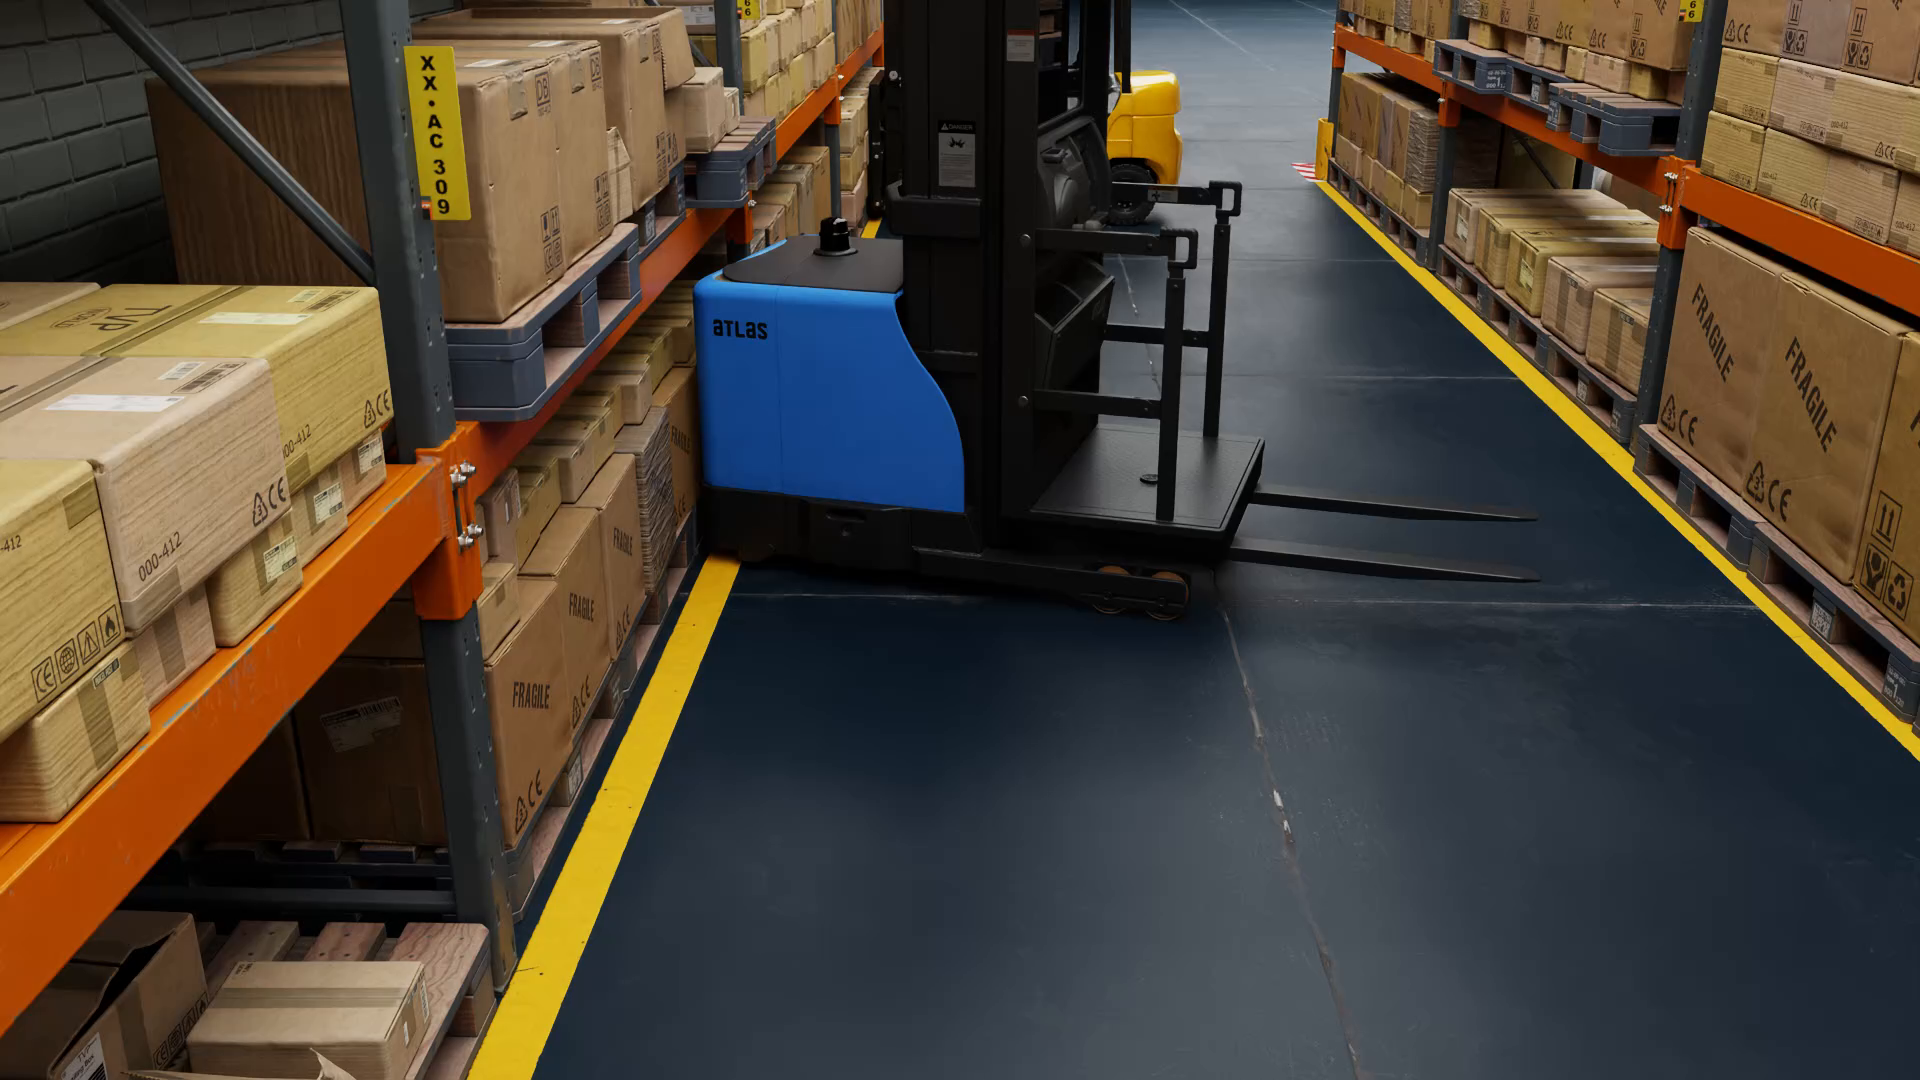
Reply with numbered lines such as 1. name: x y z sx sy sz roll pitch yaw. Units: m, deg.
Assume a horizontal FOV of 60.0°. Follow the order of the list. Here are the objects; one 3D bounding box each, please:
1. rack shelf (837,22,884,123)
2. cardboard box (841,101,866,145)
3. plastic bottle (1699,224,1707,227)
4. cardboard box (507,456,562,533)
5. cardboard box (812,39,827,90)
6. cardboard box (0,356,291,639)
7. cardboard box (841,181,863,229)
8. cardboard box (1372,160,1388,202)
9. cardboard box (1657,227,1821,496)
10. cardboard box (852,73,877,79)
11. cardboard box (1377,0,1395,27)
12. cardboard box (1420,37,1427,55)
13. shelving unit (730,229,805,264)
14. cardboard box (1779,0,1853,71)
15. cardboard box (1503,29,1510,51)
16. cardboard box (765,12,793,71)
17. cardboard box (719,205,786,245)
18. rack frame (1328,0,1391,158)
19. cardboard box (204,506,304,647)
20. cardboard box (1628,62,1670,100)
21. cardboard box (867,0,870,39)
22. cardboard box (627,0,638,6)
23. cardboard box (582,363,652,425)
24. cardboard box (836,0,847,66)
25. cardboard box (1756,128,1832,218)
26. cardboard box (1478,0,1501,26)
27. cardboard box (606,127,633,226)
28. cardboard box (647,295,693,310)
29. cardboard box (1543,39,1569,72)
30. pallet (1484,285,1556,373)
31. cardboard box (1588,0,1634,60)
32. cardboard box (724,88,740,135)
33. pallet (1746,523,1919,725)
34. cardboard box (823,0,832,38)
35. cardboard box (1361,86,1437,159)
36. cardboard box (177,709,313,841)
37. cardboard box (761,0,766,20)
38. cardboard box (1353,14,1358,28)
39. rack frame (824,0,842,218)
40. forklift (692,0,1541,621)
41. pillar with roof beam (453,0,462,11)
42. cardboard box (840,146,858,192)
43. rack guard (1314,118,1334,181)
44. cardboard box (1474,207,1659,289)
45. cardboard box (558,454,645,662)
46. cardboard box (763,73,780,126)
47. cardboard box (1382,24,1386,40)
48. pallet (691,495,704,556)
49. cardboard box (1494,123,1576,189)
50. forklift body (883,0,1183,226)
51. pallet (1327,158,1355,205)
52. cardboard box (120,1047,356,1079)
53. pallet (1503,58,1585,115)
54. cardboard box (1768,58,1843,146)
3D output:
1. rack shelf: -1.243 -3.657 12.802 1.077 0.370 4.000 1 21 2
2. cardboard box: -0.950 -3.006 11.967 0.500 0.250 0.500 1 21 2
3. plastic bottle: 5.571 -2.292 12.352 0.133 0.061 0.283 4 22 11
4. cardboard box: -1.348 -0.130 4.695 0.380 0.149 0.250 0 21 1
5. cardboard box: -1.068 -2.833 9.890 0.500 0.250 0.500 1 21 1
6. cardboard box: -1.319 -0.078 2.378 0.500 0.250 0.500 1 21 2
7. cardboard box: -0.958 -2.355 11.671 0.500 0.250 0.500 1 21 2
8. cardboard box: 3.433 -2.723 12.621 0.500 0.250 0.500 1 21 2
9. cardboard box: 3.432 -0.726 6.611 0.875 0.875 0.875 0 21 1
10. cardboard box: -0.894 -3.741 13.863 0.500 0.250 0.500 1 21 3
11. cardboard box: 3.453 -4.124 12.462 0.500 0.500 0.500 0 21 1
12. cardboard box: 3.471 -3.492 11.730 0.380 0.149 0.250 0 21 1
13. shelving unit: -0.794 -0.766 7.053 0.215 1.050 0.252 12 24 28
14. cardboard box: 3.271 -1.928 5.830 0.500 0.500 0.500 1 21 2
15. cardboard box: 3.376 -2.905 9.636 0.380 0.149 0.250 2 21 5
16. cardboard box: -1.118 -2.514 8.378 0.500 0.250 0.500 0 21 0
17. cardboard box: -1.381 -1.374 8.625 0.875 0.625 0.625 1 21 3
18. rack frame: 3.779 -4.663 14.399 1.000 3.000 0.127 1 21 2
19. cardboard box: -1.275 0.047 2.609 0.380 0.149 0.250 1 21 3
20. cardboard box: 3.246 -2.067 7.477 0.380 0.149 0.250 1 21 2
21. cardboard box: -0.975 -4.209 13.091 0.500 0.500 0.500 0 21 1
22. cardboard box: -1.618 -2.292 7.255 0.380 0.149 0.250 1 21 3
23. cardboard box: -1.256 -0.496 5.638 0.380 0.149 0.250 0 21 -1
24. cardboard box: -1.030 -3.474 11.197 0.500 0.500 0.500 0 21 0
25. cardboard box: 3.271 -1.340 6.043 0.500 0.250 0.500 0 21 0
26. cardboard box: 3.342 -3.250 9.628 0.500 0.500 0.500 1 21 2
27. cardboard box: -1.122 -1.008 4.586 0.396 0.266 0.258 2 21 4
28. cardboard box: -1.165 -0.876 6.617 0.380 0.149 0.250 0 21 -1
29. cardboard box: 3.279 -2.531 8.672 0.380 0.149 0.250 0 21 0
30. pallet: 3.601 -1.192 9.310 1.003 0.211 1.213 1 21 2
31. cardboard box: 3.277 -2.506 7.710 0.500 0.500 0.500 0 21 1
32. cardboard box: -1.062 -1.660 6.428 0.380 0.149 0.250 1 21 3
33. pallet: 3.397 0.254 5.582 1.003 0.211 1.213 1 21 2
34. cardboard box: -1.063 -3.252 10.280 0.500 0.250 0.500 0 21 0
35. cardboard box: 3.443 -3.258 12.964 0.500 0.500 0.500 1 21 3
36. cardboard box: -1.828 0.412 4.196 0.500 0.500 0.500 1 21 1
37. cardboard box: -1.137 -2.569 7.967 0.380 0.149 0.250 1 21 2
38. cardboard box: 3.562 -4.425 14.133 0.380 0.149 0.250 1 21 2
39. rack frame: -1.304 -3.270 10.809 1.000 3.000 0.127 1 21 2
40. forklift: 0.595 -1.300 5.828 3.031 2.935 1.130 6 22 16
41. pillar with roof beam: 2.016 -5.054 7.114 9.100 9.000 0.400 1 21 2
42. cardboard box: -0.981 -2.588 11.582 0.500 0.250 0.500 1 21 1
43. rack guard: 3.777 -3.470 14.780 1.175 0.500 0.348 1 21 2
44. cardboard box: 3.626 -1.737 9.912 0.950 0.372 0.625 2 21 5
45. cardboard box: -1.282 0.047 5.136 0.500 0.500 0.500 0 21 0
46. cardboard box: -1.148 -2.093 7.983 0.500 0.250 0.500 0 21 0
47. cardboard box: 3.503 -3.957 12.928 0.380 0.149 0.250 1 21 3
48. pallet: -1.486 -0.254 6.891 1.003 0.211 1.213 1 21 2
49. cardboard box: 3.945 -2.690 11.499 0.500 0.500 0.500 2 21 4
50. forklift body: 0.583 -3.614 12.871 2.313 2.155 1.214 1 21 2
51. pallet: 3.717 -3.042 14.076 1.003 0.211 1.213 1 21 2
52. cardboard box: -1.282 1.036 2.912 0.396 0.266 0.258 1 21 4
53. pallet: 3.555 -2.397 8.824 1.003 0.211 1.213 1 21 2
54. cardboard box: 3.257 -1.566 5.934 0.500 0.250 0.500 1 21 3
